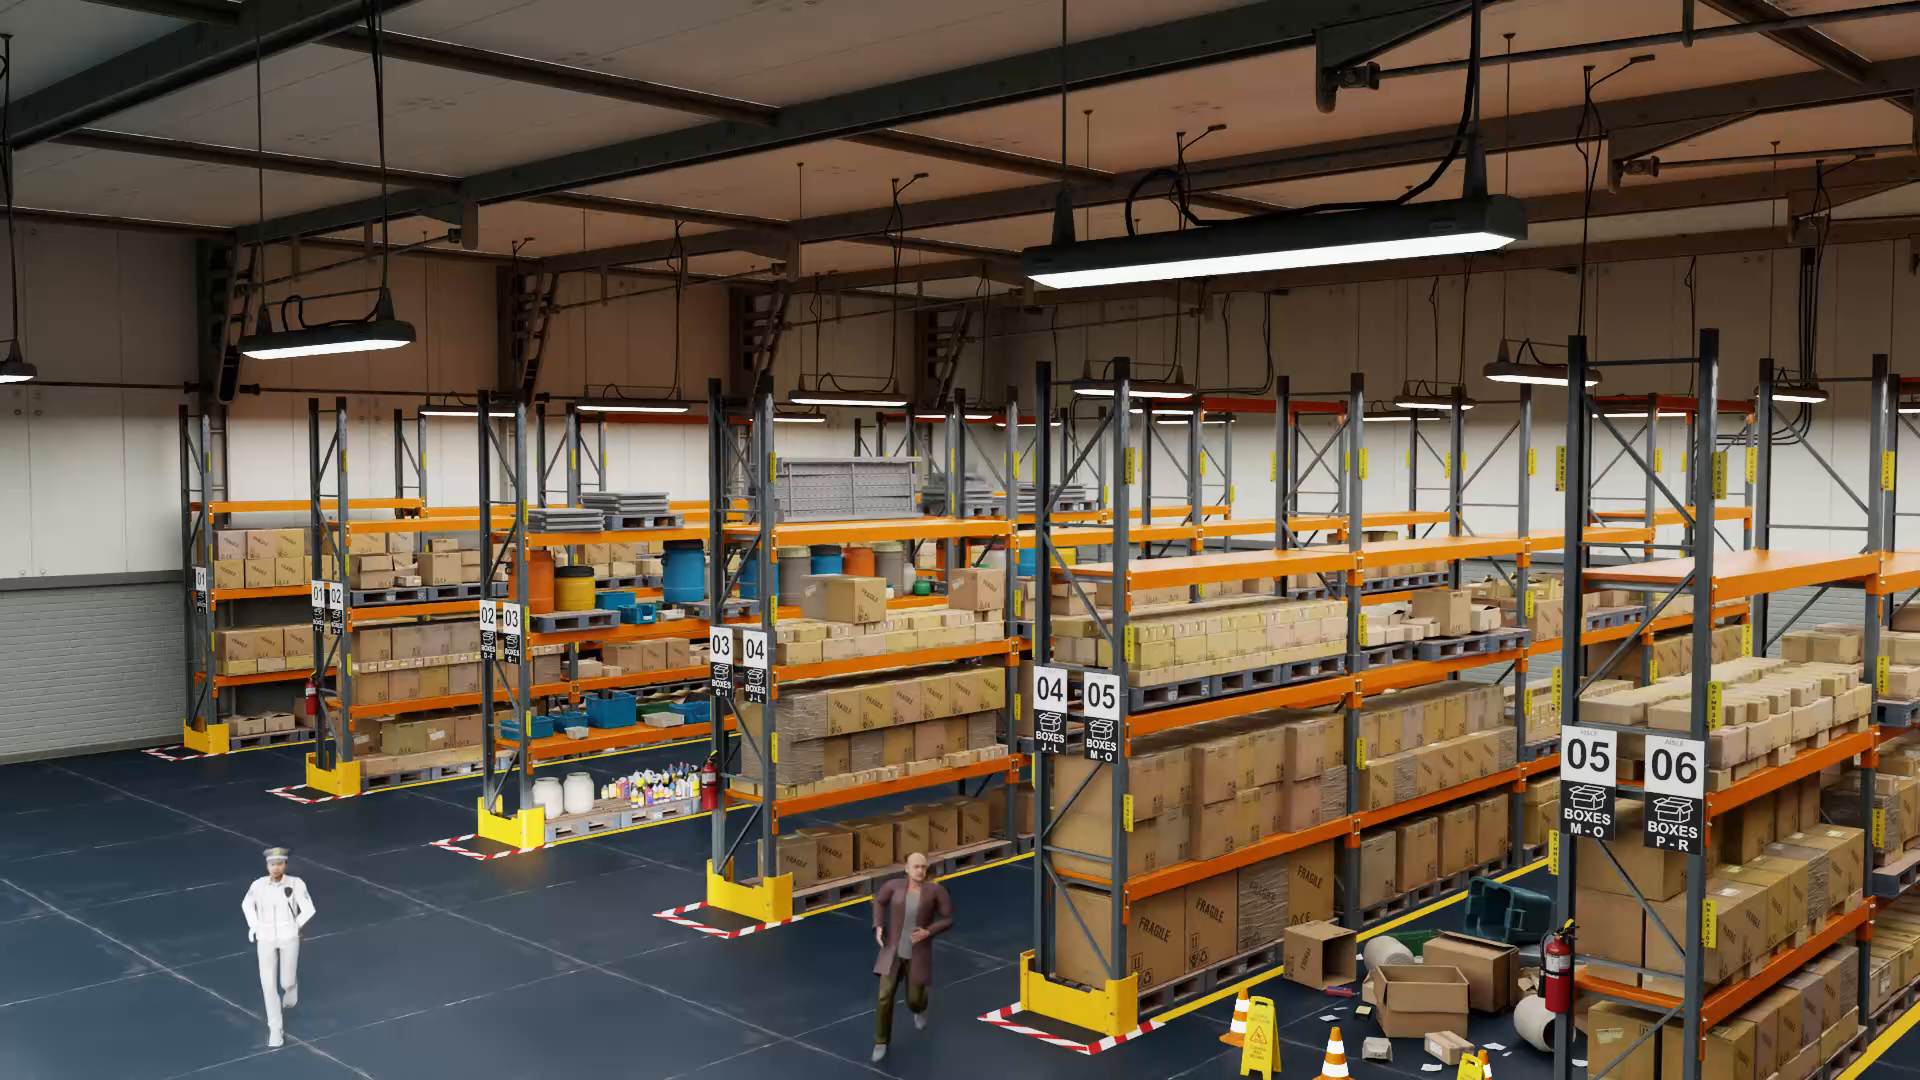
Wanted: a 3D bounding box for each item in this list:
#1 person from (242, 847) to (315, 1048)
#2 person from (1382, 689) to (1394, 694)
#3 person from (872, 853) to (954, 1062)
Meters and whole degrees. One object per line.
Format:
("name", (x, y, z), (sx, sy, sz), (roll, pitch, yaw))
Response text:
("person", (-6.066, 3.555, 14.799), (0.618, 1.696, 0.843), (-1, 3, -16))
("person", (6.150, 3.025, 23.664), (0.655, 1.827, 0.877), (2, 4, 40))
("person", (-0.422, 3.568, 14.438), (0.738, 1.724, 0.806), (0, 3, 7))
